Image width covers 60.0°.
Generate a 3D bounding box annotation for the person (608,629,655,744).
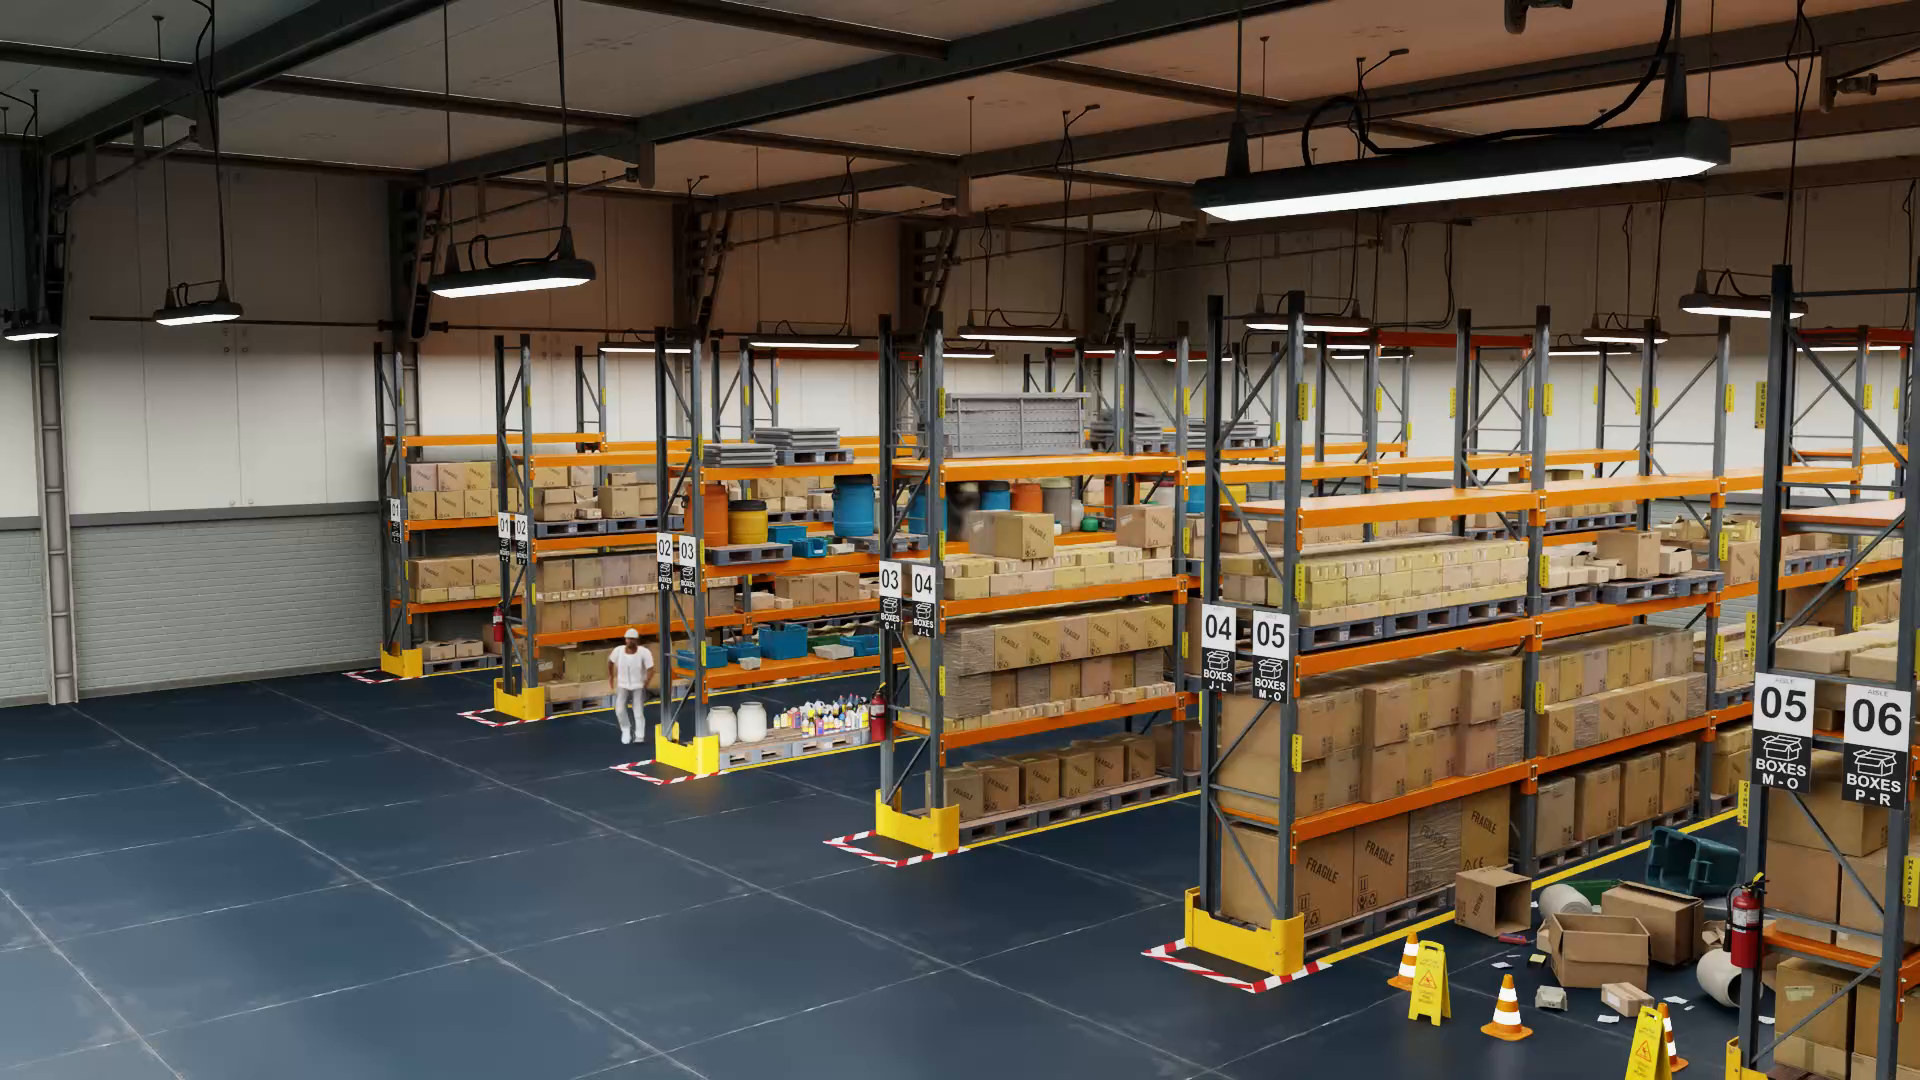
[{"bbox_3d":[-4.766,2.121,24.017,0.708,1.705,0.737,0,5,0],"label":"person"}]
